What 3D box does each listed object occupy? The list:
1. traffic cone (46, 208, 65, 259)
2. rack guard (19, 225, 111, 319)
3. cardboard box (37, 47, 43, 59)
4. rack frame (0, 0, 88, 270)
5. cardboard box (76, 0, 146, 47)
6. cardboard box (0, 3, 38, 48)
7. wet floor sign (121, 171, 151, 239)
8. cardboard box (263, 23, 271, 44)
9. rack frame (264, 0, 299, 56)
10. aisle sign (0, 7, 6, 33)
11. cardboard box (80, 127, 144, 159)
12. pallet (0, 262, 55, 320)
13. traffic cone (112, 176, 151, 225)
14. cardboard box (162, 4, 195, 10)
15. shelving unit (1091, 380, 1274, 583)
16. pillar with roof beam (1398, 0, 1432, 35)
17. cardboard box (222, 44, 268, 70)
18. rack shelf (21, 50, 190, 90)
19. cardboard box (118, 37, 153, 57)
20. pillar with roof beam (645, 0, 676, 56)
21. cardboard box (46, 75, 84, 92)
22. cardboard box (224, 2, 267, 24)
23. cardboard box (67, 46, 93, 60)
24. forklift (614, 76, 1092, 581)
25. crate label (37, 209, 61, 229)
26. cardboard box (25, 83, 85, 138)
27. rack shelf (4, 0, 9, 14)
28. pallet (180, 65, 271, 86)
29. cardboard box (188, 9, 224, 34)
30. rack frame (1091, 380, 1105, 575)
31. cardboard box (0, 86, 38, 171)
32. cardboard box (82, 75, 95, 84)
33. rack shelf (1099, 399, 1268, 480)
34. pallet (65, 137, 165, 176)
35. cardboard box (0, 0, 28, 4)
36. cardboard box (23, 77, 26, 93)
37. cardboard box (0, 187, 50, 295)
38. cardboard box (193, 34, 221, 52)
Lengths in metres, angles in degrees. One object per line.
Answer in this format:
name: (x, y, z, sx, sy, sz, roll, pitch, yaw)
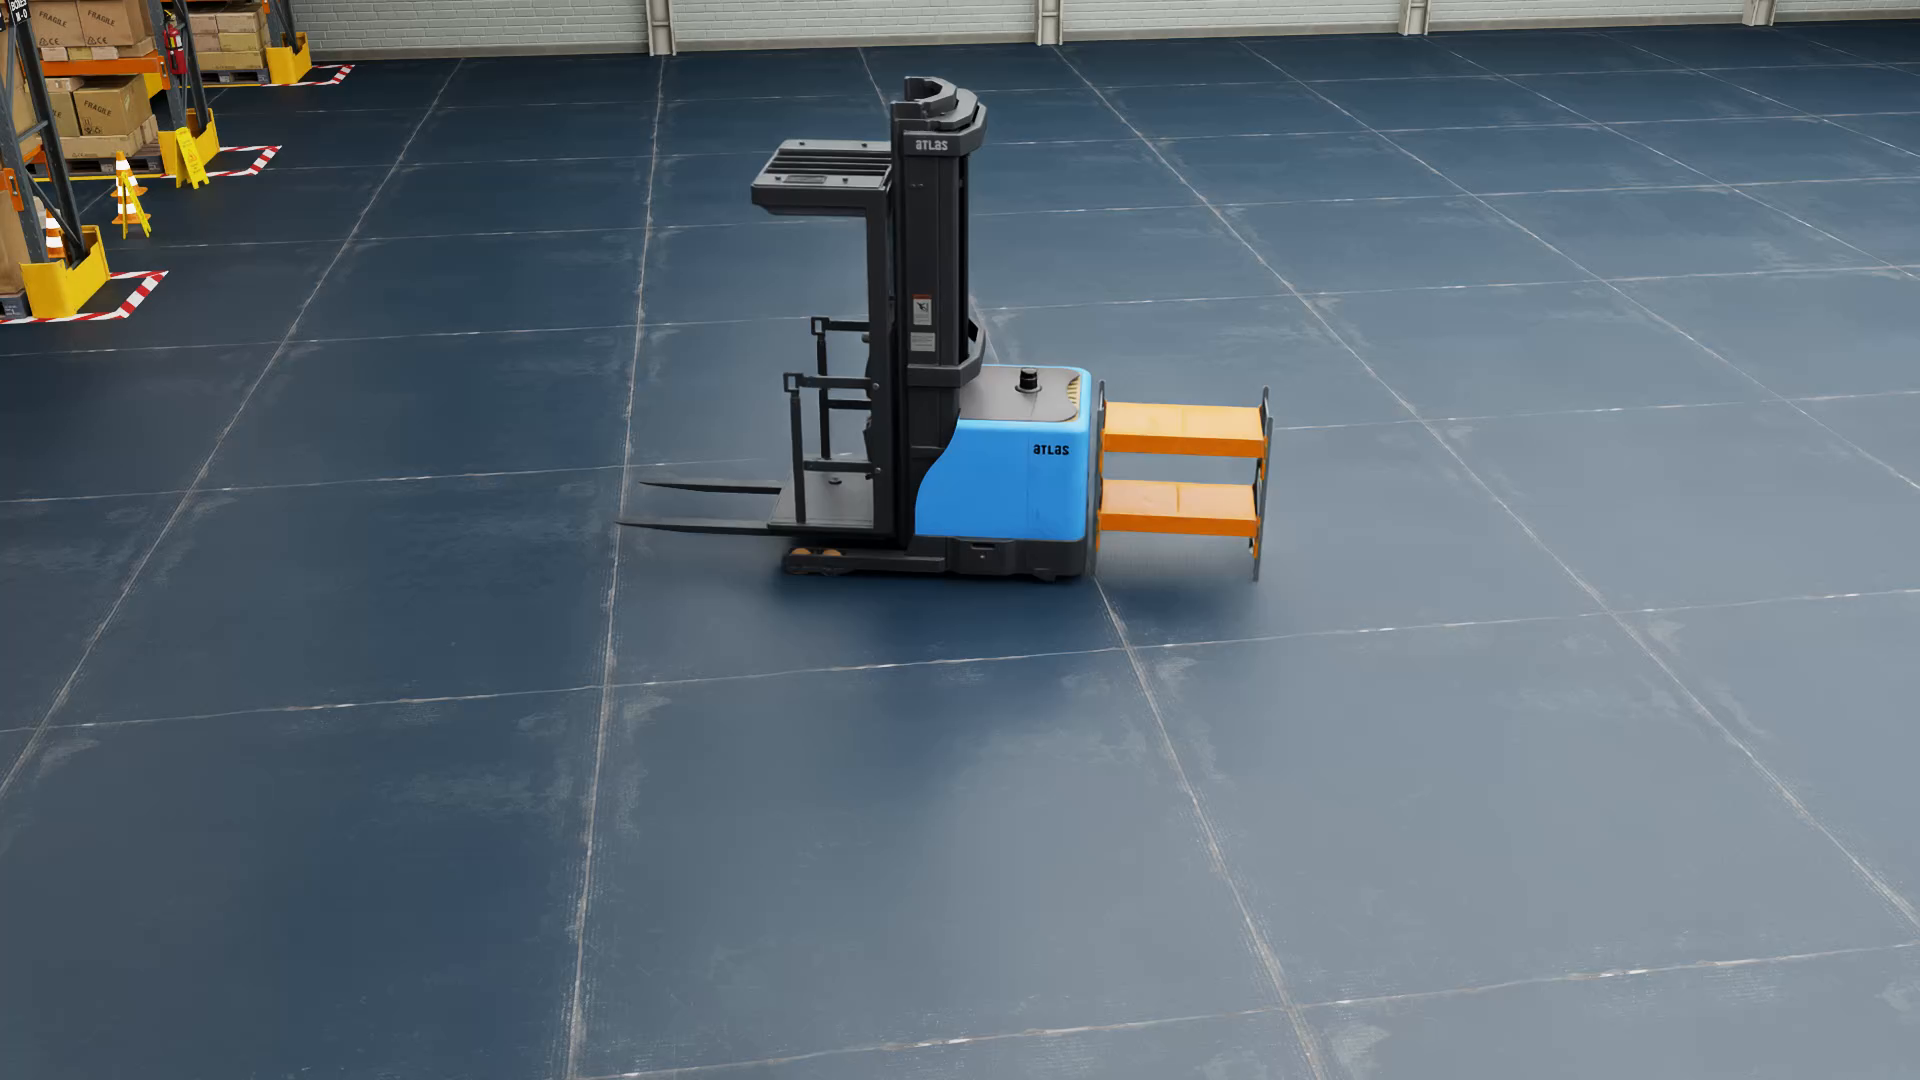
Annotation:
traffic cone: (-8.914, -3.050, 16.389, 0.334, 0.463, 0.336, -4, 27, -7)
rack guard: (-8.166, -2.459, 15.198, 0.348, 0.500, 1.175, -4, 27, -7)
cardboard box: (-10.337, -5.513, 18.687, 0.250, 0.149, 0.380, -3, 27, -6)
rack frame: (-8.190, -3.570, 14.624, 0.127, 3.000, 1.000, -4, 27, -7)
cardboard box: (-9.479, -5.819, 18.572, 0.500, 0.500, 0.500, -4, 27, -8)
cardboard box: (-10.471, -5.759, 18.455, 0.500, 0.500, 0.500, -4, 27, -7)
wet floor sign: (-8.437, -3.419, 16.910, 0.232, 0.644, 0.267, -8, 28, -16)
cardboard box: (-10.170, -7.295, 23.888, 0.500, 0.250, 0.500, -3, 27, -6)
rack frame: (-9.675, -8.045, 23.346, 0.127, 3.000, 1.000, -4, 27, -7)
aisle sign: (-8.078, -4.596, 13.775, 0.004, 0.787, 0.394, -4, 27, -7)
cardboard box: (-9.767, -4.590, 19.165, 0.500, 0.250, 0.500, -4, 27, -7)
pallet: (-8.971, -2.243, 15.093, 1.213, 0.211, 1.003, -4, 27, -7)
traffic cone: (-8.735, -3.582, 17.427, 0.334, 0.463, 0.336, -4, 27, -7)
cardboard box: (-11.168, -7.448, 23.639, 0.500, 0.250, 0.500, -4, 27, -7)
shelving unit: (1.375, -0.370, 10.441, 1.048, 1.125, 0.538, 3, 27, 5)
pillar with roof beam: (7.934, -10.276, 21.122, 0.400, 9.000, 9.100, -4, 27, -7)
cardboard box: (-10.096, -6.836, 23.541, 0.500, 0.250, 0.500, -3, 27, -7)
rack shelf: (-10.960, -5.354, 18.889, 4.000, 0.370, 1.077, -4, 27, -7)
cardboard box: (-9.320, -5.569, 18.796, 0.250, 0.149, 0.380, -3, 27, -5)
pillar with roof beam: (-3.949, -9.513, 19.635, 0.400, 9.000, 9.100, -4, 27, -7)
cardboard box: (-10.091, -5.165, 18.752, 0.250, 0.149, 0.380, -3, 27, -6)
cardboard box: (-10.177, -7.508, 23.757, 0.500, 0.250, 0.500, -4, 27, -8)
cardboard box: (-9.813, -5.496, 18.654, 0.250, 0.149, 0.380, -4, 27, -8)
forklift: (-0.686, -1.312, 10.298, 3.031, 2.935, 1.130, 2, 27, 4)
crate label: (-9.504, -3.359, 17.349, 0.298, 0.136, 0.250, -20, 33, -33)
cardboard box: (-10.253, -4.895, 18.937, 0.500, 0.500, 0.500, -3, 27, -5)
rack shelf: (-10.171, -4.457, 13.856, 4.000, 0.370, 1.077, -4, 27, -7)
pallet: (-10.427, -6.737, 23.851, 1.213, 0.211, 1.003, -4, 27, -7)
cardboard box: (-10.592, -7.248, 23.249, 0.500, 0.250, 0.500, -3, 27, -6)
rack frame: (0.870, -0.394, 10.488, 0.032, 1.125, 0.500, 3, 27, 5)
cardboard box: (-8.551, -3.593, 14.504, 0.550, 0.550, 0.875, -4, 27, -7)
cardboard box: (-10.358, -5.135, 19.405, 0.500, 0.500, 0.500, -5, 28, -9)
rack shelf: (1.375, -0.630, 10.308, 1.000, 0.278, 0.538, 3, 27, 5)
pallet: (-9.865, -4.520, 19.531, 1.213, 0.211, 1.003, -4, 27, -7)
cardboard box: (-10.448, -6.184, 18.188, 0.500, 0.500, 0.700, -4, 27, -8)
cardboard box: (-10.602, -5.134, 18.692, 0.250, 0.149, 0.380, -3, 27, -5)
cardboard box: (-8.852, -2.739, 14.871, 0.875, 0.875, 0.875, -4, 27, -7)
cardboard box: (-10.612, -7.032, 23.375, 0.500, 0.250, 0.500, -4, 27, -8)
